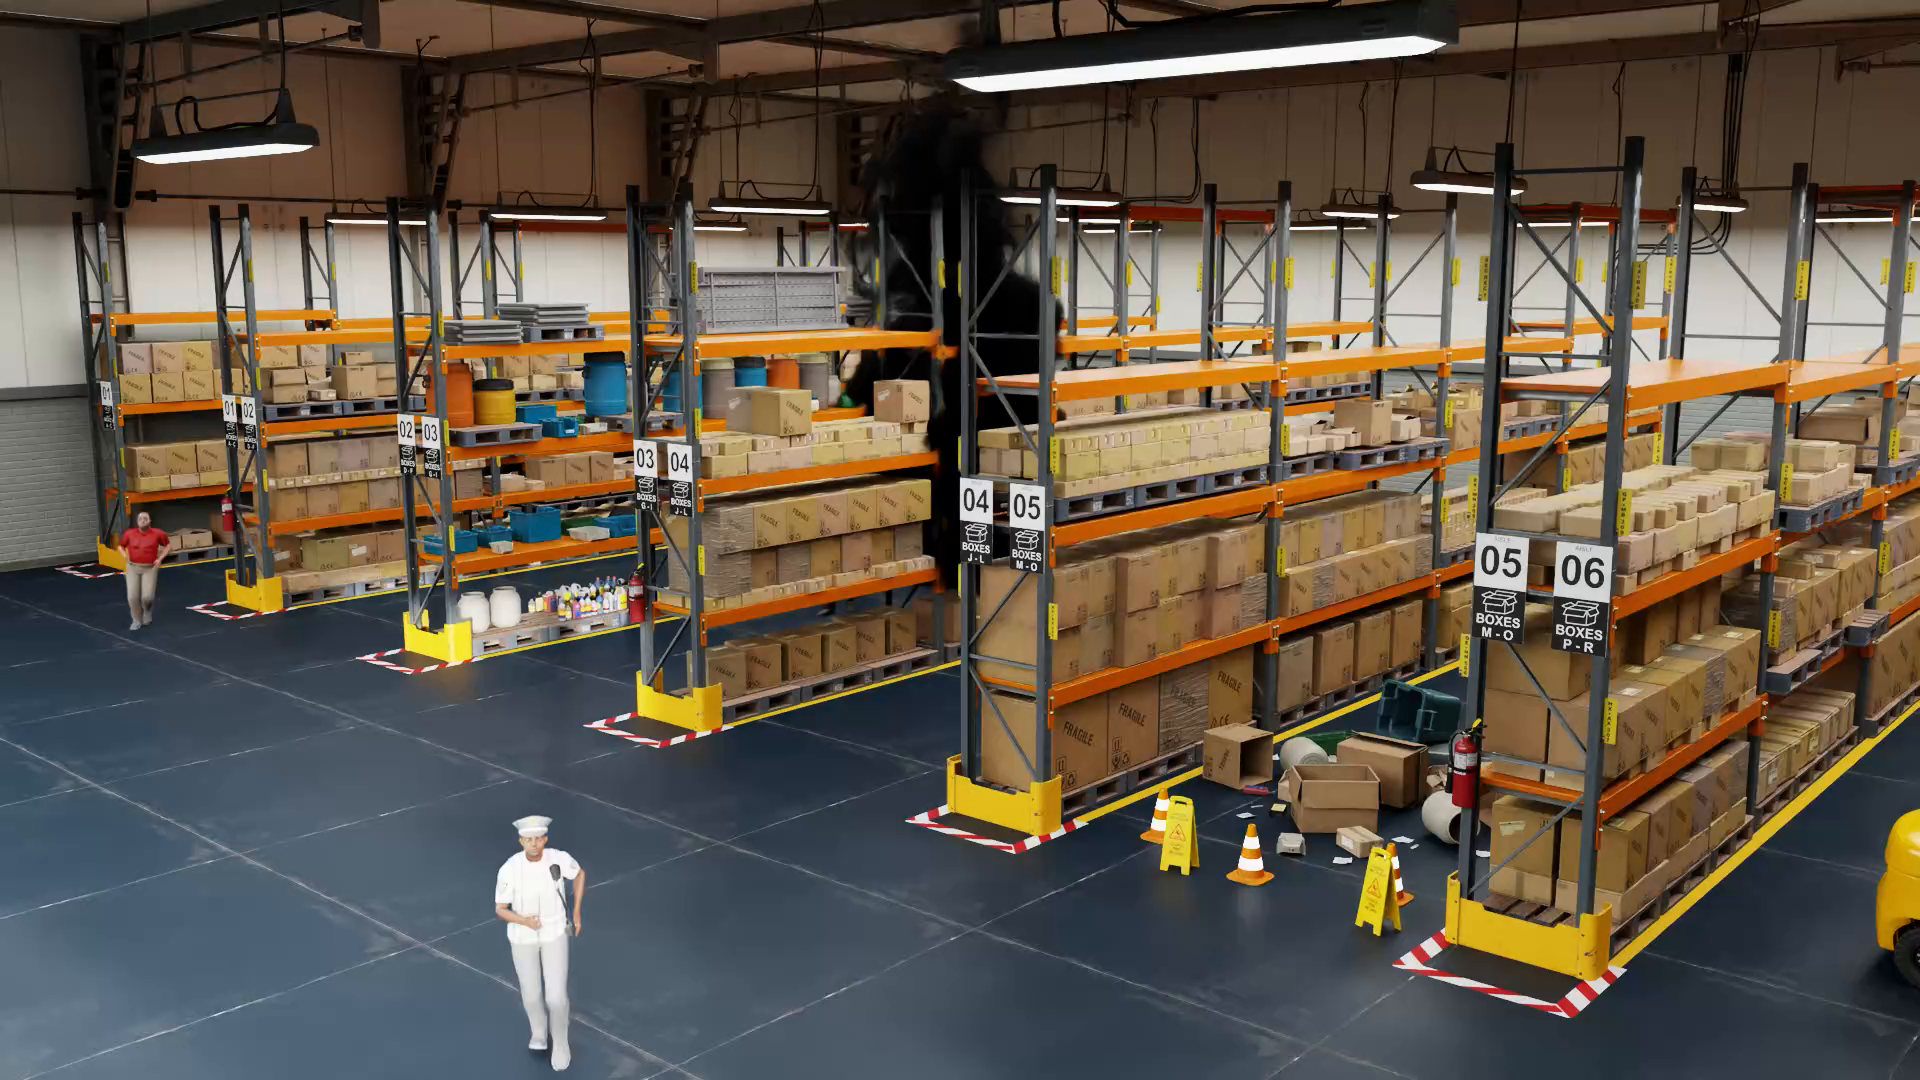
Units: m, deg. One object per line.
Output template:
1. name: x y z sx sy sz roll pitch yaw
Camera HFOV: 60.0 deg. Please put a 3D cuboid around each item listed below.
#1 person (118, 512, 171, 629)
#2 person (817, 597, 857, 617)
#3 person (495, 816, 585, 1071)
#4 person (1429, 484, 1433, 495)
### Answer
1. person: -11.589 0.433 23.628 0.676 1.672 0.623 -3 10 -16
2. person: -1.743 0.184 23.157 0.716 1.756 0.762 7 12 35
3. person: -2.693 2.586 10.714 0.557 1.720 0.695 -2 10 -11
4. person: 7.513 -0.018 26.188 0.666 1.763 0.937 9 13 43
